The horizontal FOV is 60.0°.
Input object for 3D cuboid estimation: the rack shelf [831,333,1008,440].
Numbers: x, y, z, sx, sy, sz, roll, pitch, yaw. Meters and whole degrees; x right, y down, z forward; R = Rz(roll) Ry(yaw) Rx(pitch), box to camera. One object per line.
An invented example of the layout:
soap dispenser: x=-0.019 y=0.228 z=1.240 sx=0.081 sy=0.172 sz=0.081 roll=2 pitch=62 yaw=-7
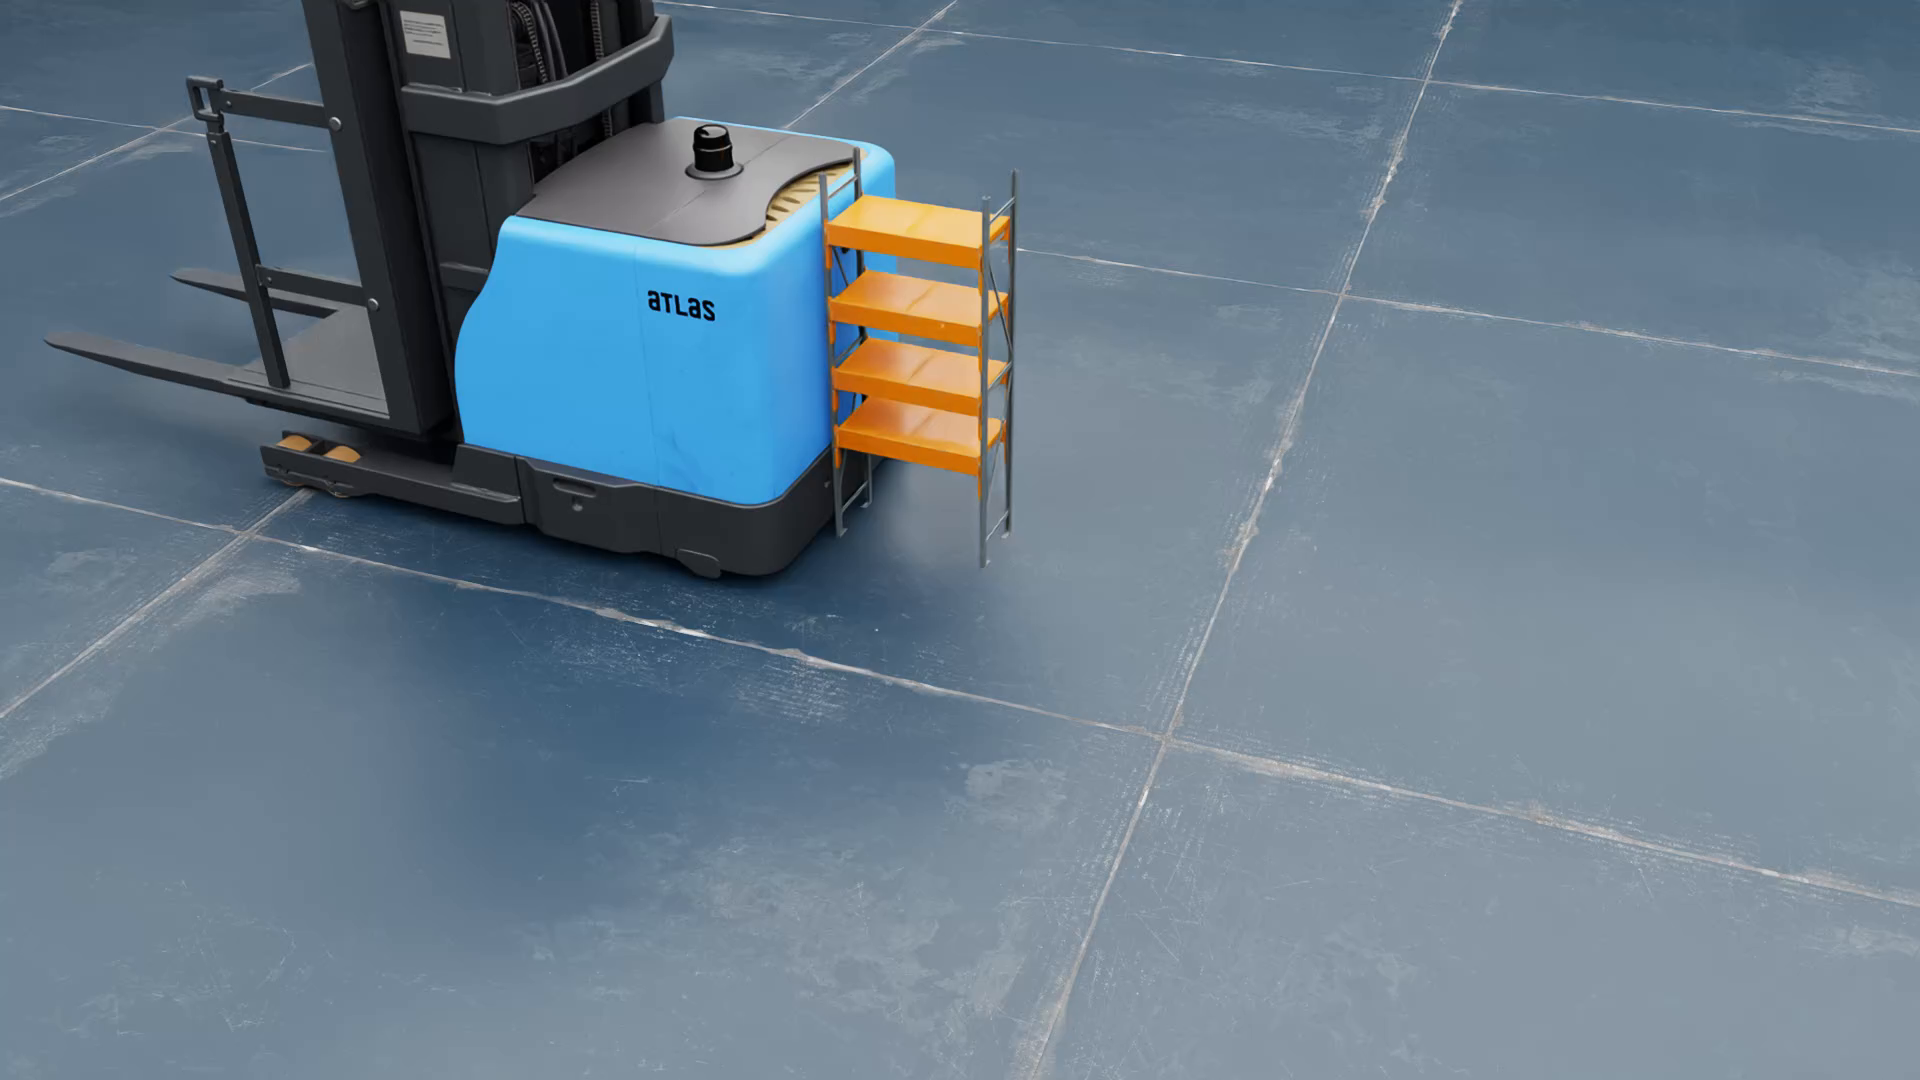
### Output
rack shelf: x=-0.114 y=-0.464 z=4.986 sx=0.480 sy=0.148 sz=0.258 roll=13 pitch=35 yaw=19

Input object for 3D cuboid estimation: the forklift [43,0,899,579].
forklift: x=-1.757 y=-1.620 z=5.057 sx=3.031 sy=2.935 sz=1.130 roll=12 pitch=35 yaw=18

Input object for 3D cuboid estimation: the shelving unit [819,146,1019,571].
shelving unit: x=-0.114 y=-0.520 z=4.949 sx=0.503 sy=1.200 sz=0.258 roll=13 pitch=35 yaw=19

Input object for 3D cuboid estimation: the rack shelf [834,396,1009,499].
rack shelf: x=-0.114 y=-0.297 z=5.094 sx=0.480 sy=0.148 sz=0.258 roll=13 pitch=35 yaw=19

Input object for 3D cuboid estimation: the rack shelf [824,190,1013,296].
rack shelf: x=-0.114 y=-0.850 z=4.736 sx=0.480 sy=0.148 sz=0.258 roll=13 pitch=35 yaw=19

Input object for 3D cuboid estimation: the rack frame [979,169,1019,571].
rack frame: x=0.112 y=-0.470 z=4.871 sx=0.015 sy=1.200 sz=0.240 roll=13 pitch=35 yaw=19

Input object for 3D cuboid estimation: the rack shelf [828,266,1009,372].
rack shelf: x=-0.114 y=-0.651 z=4.864 sx=0.480 sy=0.148 sz=0.258 roll=13 pitch=35 yaw=19

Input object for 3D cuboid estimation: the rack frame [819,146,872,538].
rack frame: x=-0.340 y=-0.571 z=5.027 sx=0.015 sy=1.200 sz=0.240 roll=13 pitch=35 yaw=19
